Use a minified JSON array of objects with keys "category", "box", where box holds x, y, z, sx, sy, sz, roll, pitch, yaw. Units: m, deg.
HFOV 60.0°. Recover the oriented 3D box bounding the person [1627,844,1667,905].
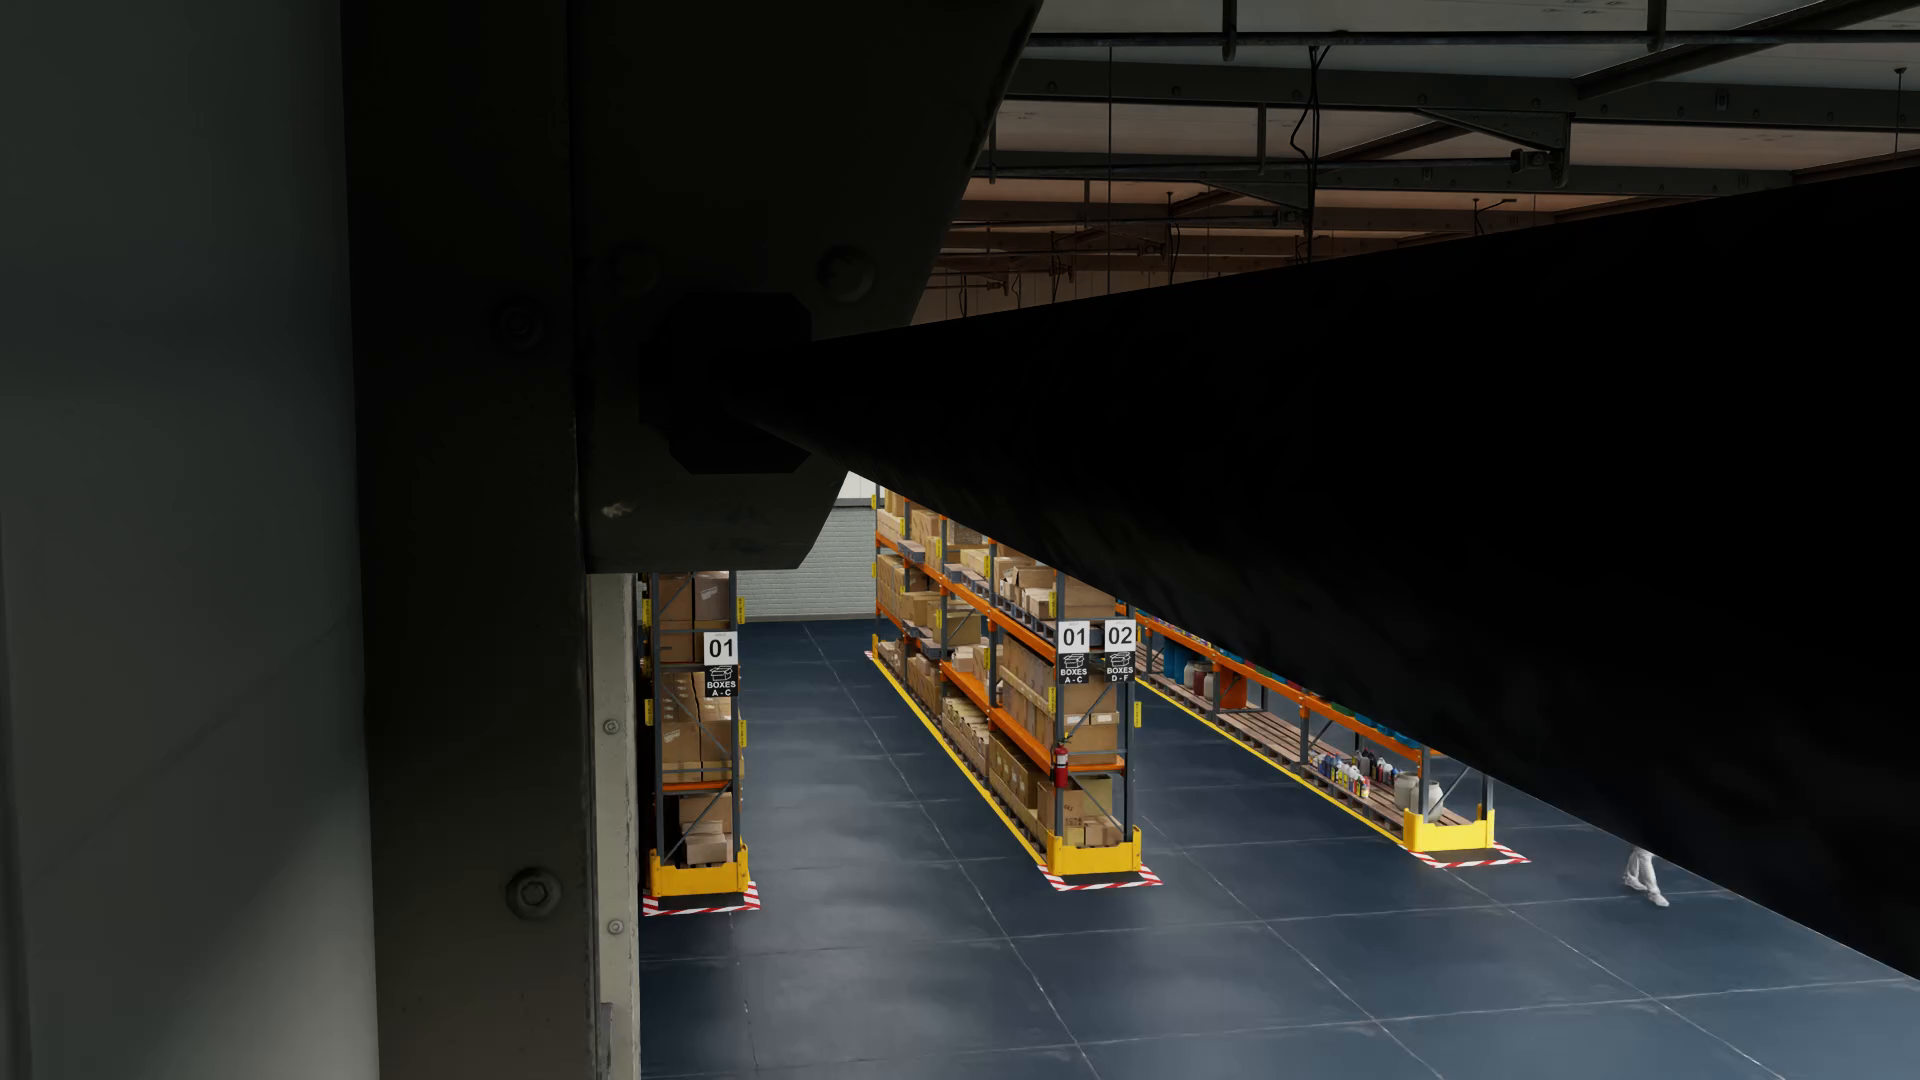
[{"category":"person","box":[8.215,3.417,19.824,0.586,1.722,0.974,-1,6,-7]}]
